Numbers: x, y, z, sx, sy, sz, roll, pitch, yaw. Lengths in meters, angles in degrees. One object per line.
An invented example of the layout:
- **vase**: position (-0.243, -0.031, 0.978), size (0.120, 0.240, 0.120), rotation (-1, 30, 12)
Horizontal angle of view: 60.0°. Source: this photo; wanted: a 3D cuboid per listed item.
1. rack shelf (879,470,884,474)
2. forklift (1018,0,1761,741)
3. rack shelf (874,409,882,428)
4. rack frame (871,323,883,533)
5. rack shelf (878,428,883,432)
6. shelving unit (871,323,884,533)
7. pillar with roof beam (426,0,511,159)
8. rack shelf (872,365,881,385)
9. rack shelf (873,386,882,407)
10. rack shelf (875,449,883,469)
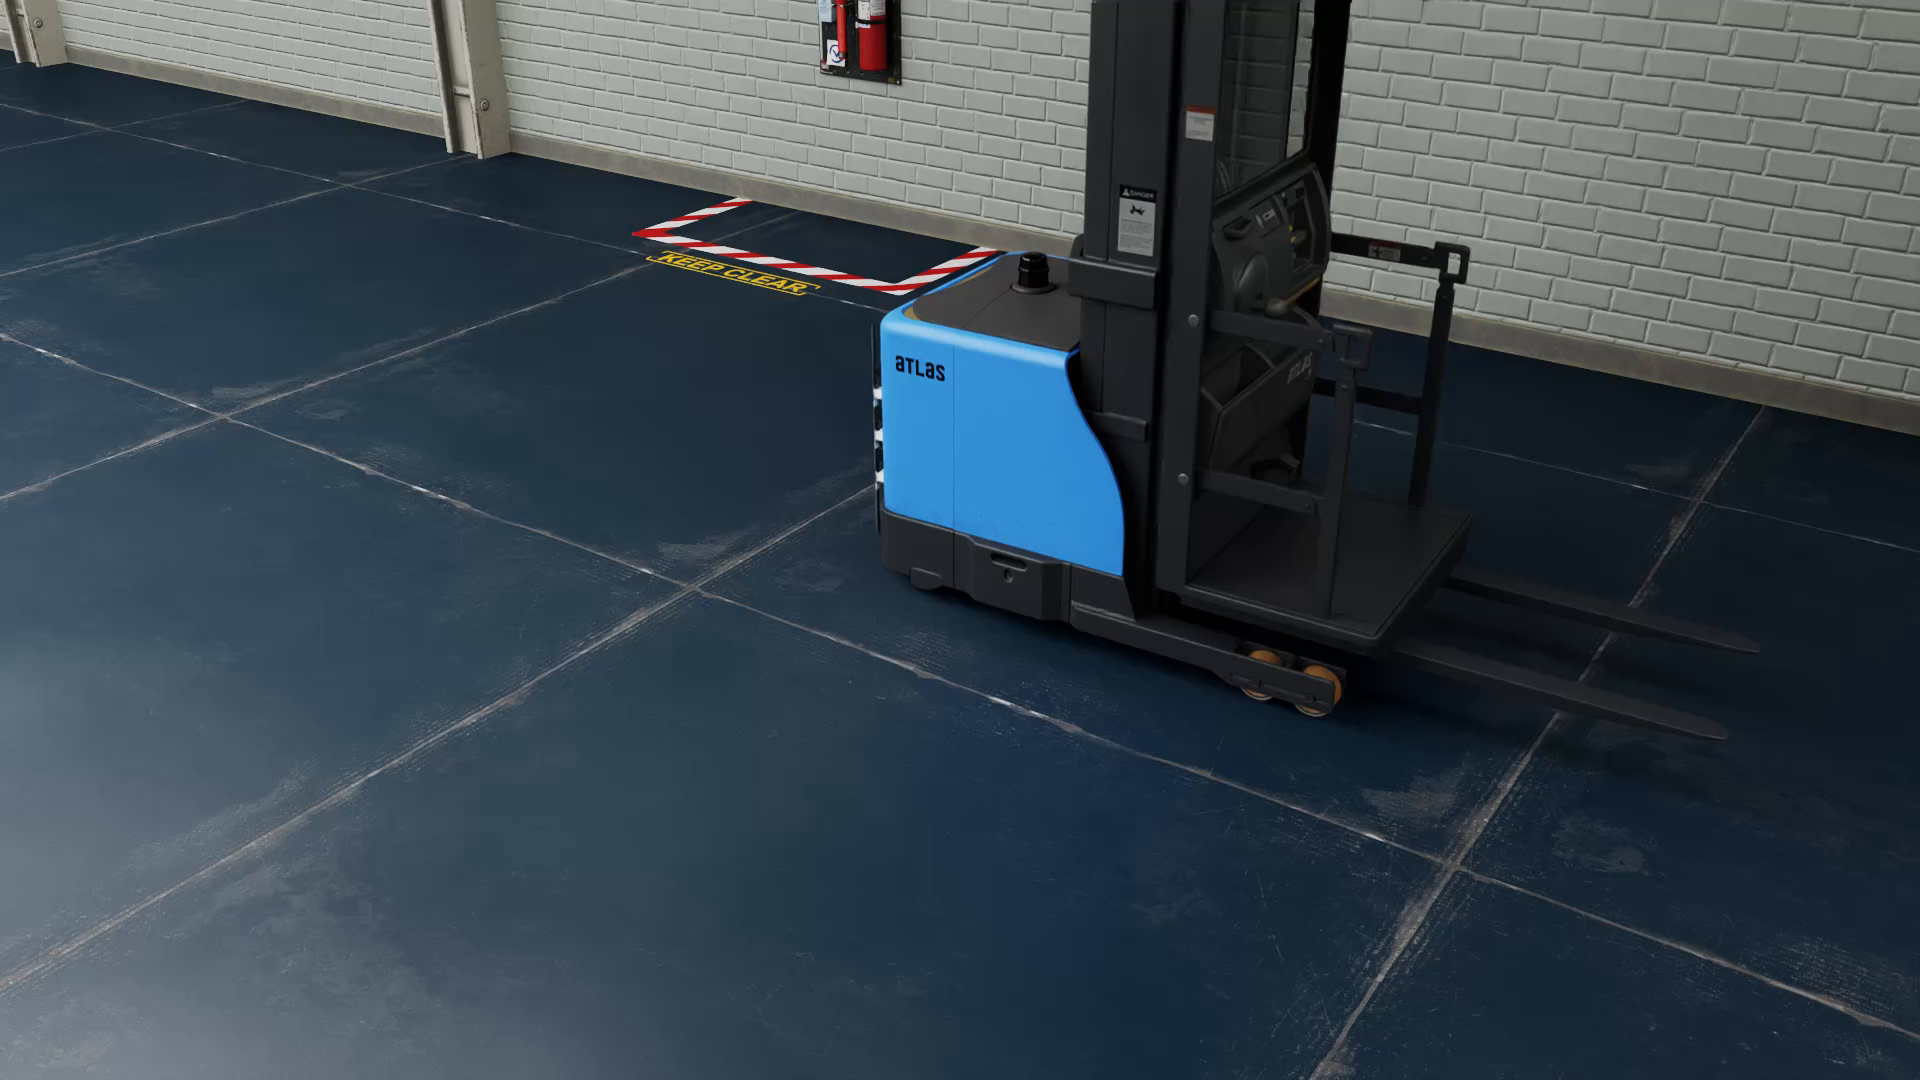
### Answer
- **rack shelf**: position (-0.189, -0.281, 6.735), size (0.190, 0.026, 0.221), rotation (16, 31, 28)
- **forklift**: position (1.214, -0.985, 5.454), size (3.031, 2.935, 1.110), rotation (16, 31, 28)
- **rack shelf**: position (-0.189, -0.503, 6.621), size (0.200, 0.077, 0.258), rotation (16, 31, 28)
- **rack frame**: position (-0.276, -0.477, 6.695), size (0.006, 0.900, 0.240), rotation (16, 31, 28)
- **rack shelf**: position (-0.189, -0.441, 6.653), size (0.190, 0.026, 0.221), rotation (16, 31, 28)
- **shelving unit**: position (-0.189, -0.453, 6.647), size (0.210, 0.900, 0.258), rotation (16, 31, 28)
- **pillar with roof beam**: position (-6.036, -5.320, 7.282), size (0.400, 9.000, 9.100), rotation (17, 32, 30)
- **rack shelf**: position (-0.189, -0.663, 6.540), size (0.200, 0.077, 0.258), rotation (16, 31, 28)
- **rack shelf**: position (-0.189, -0.583, 6.581), size (0.200, 0.077, 0.258), rotation (16, 31, 28)
- **rack shelf**: position (-0.189, -0.343, 6.703), size (0.200, 0.077, 0.258), rotation (16, 31, 28)
